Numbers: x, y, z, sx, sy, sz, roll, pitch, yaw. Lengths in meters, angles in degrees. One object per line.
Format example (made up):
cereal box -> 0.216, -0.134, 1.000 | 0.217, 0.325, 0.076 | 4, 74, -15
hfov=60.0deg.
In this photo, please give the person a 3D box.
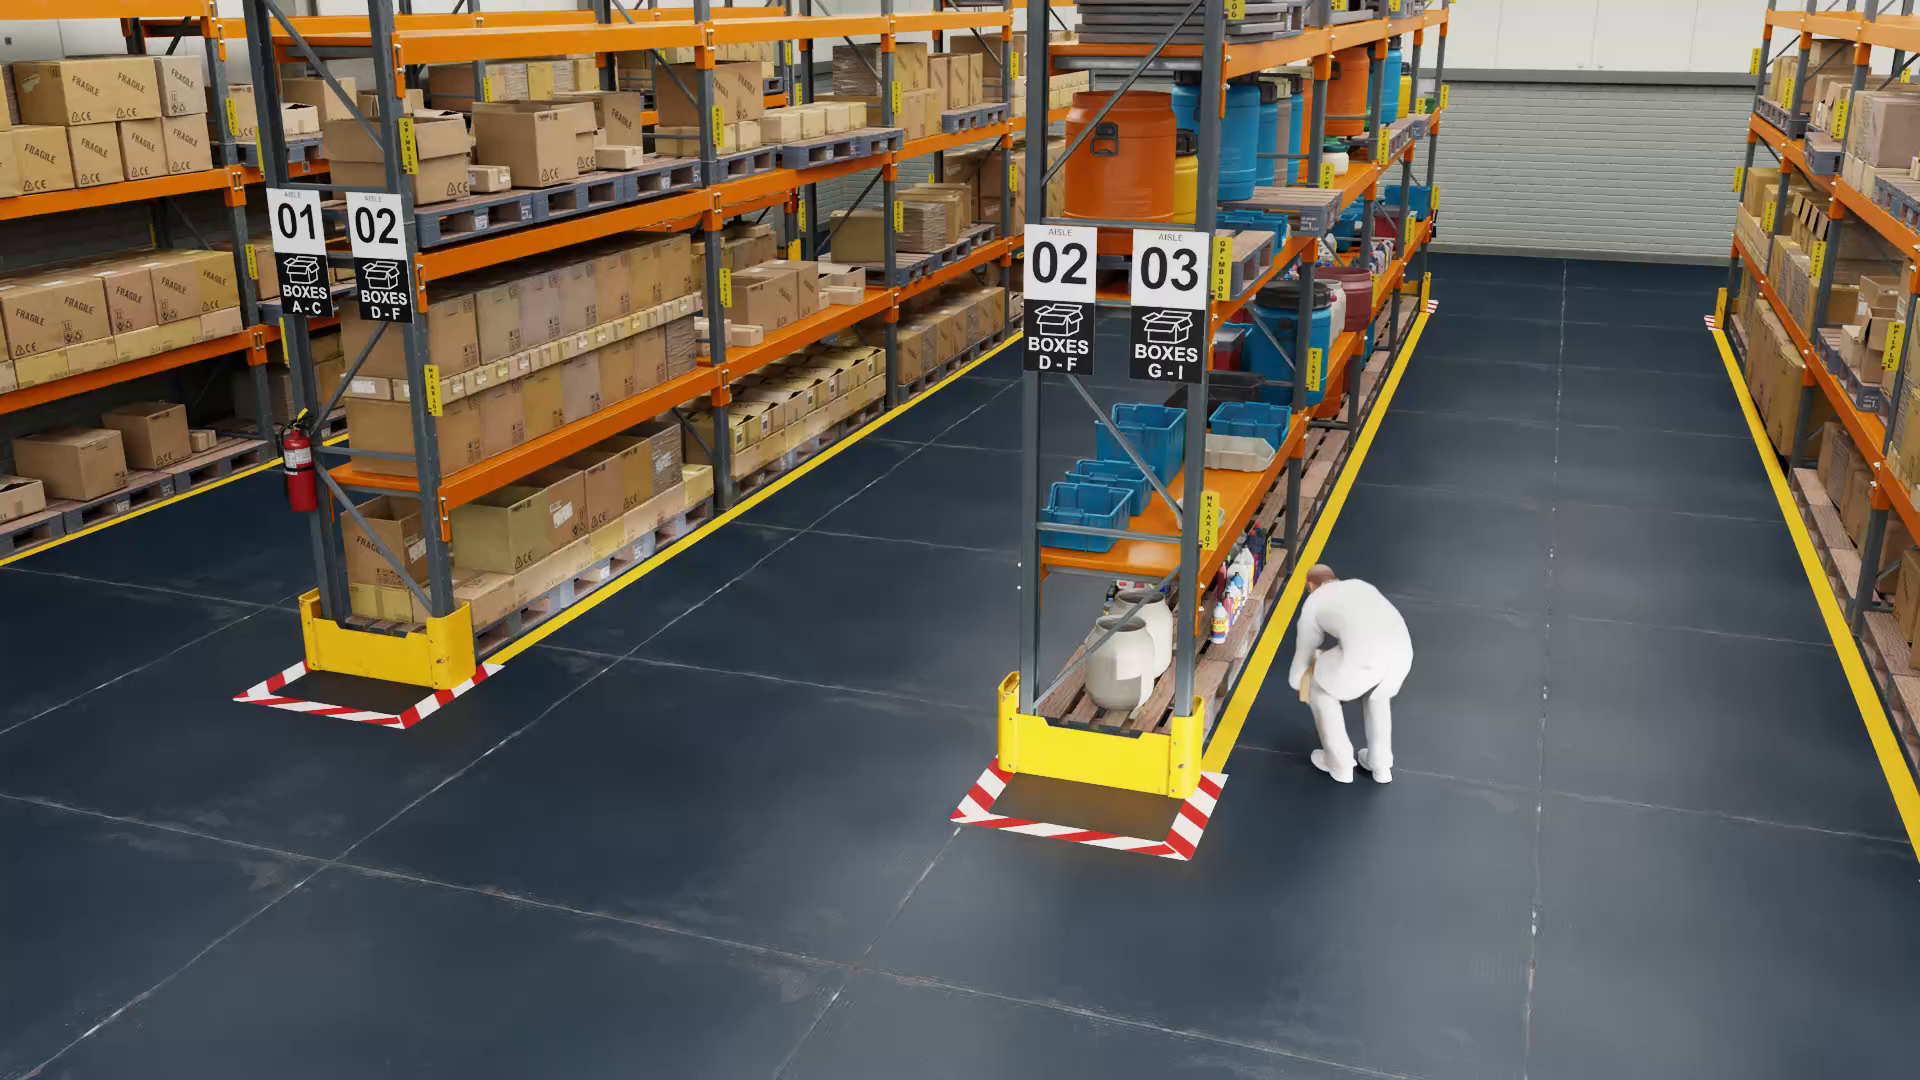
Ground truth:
person -> 2.271, 0.787, 9.761 | 0.579, 1.117, 0.939 | -5, 19, -15
